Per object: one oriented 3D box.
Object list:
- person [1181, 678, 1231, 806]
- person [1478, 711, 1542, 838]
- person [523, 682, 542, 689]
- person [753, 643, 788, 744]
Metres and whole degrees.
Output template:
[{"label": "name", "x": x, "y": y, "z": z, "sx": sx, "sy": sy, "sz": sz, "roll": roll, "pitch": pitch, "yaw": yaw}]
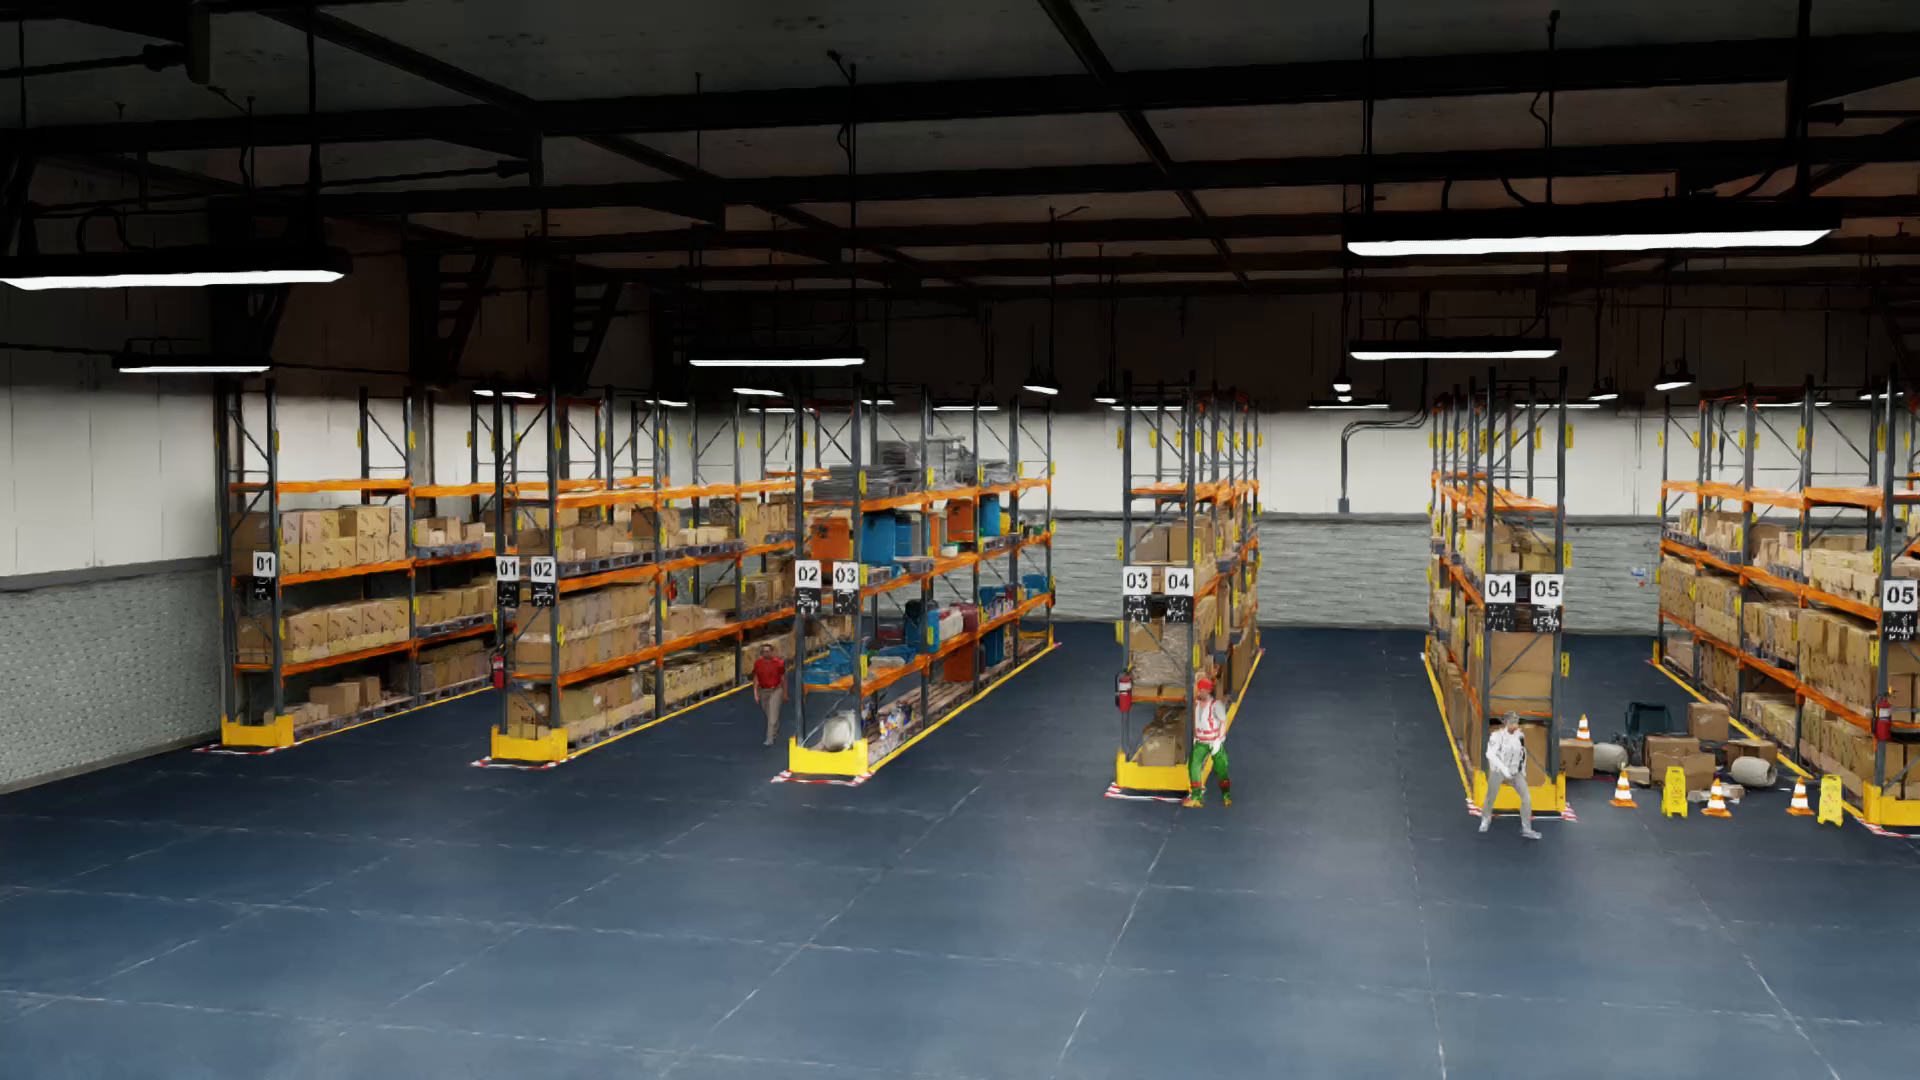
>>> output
[{"label": "person", "x": 3.401, "y": 2.762, "z": 22.730, "sx": 0.682, "sy": 1.759, "sz": 0.620, "roll": -3, "pitch": 5, "yaw": -44}, {"label": "person", "x": 6.922, "y": 2.927, "z": 21.040, "sx": 0.643, "sy": 1.612, "sz": 0.794, "roll": 0, "pitch": 3, "yaw": -4}, {"label": "person", "x": -7.556, "y": 2.343, "z": 29.744, "sx": 0.551, "sy": 1.707, "sz": 1.108, "roll": 1, "pitch": 4, "yaw": 13}, {"label": "person", "x": -3.169, "y": 2.513, "z": 27.493, "sx": 0.542, "sy": 1.645, "sz": 1.126, "roll": 1, "pitch": 4, "yaw": 15}]
